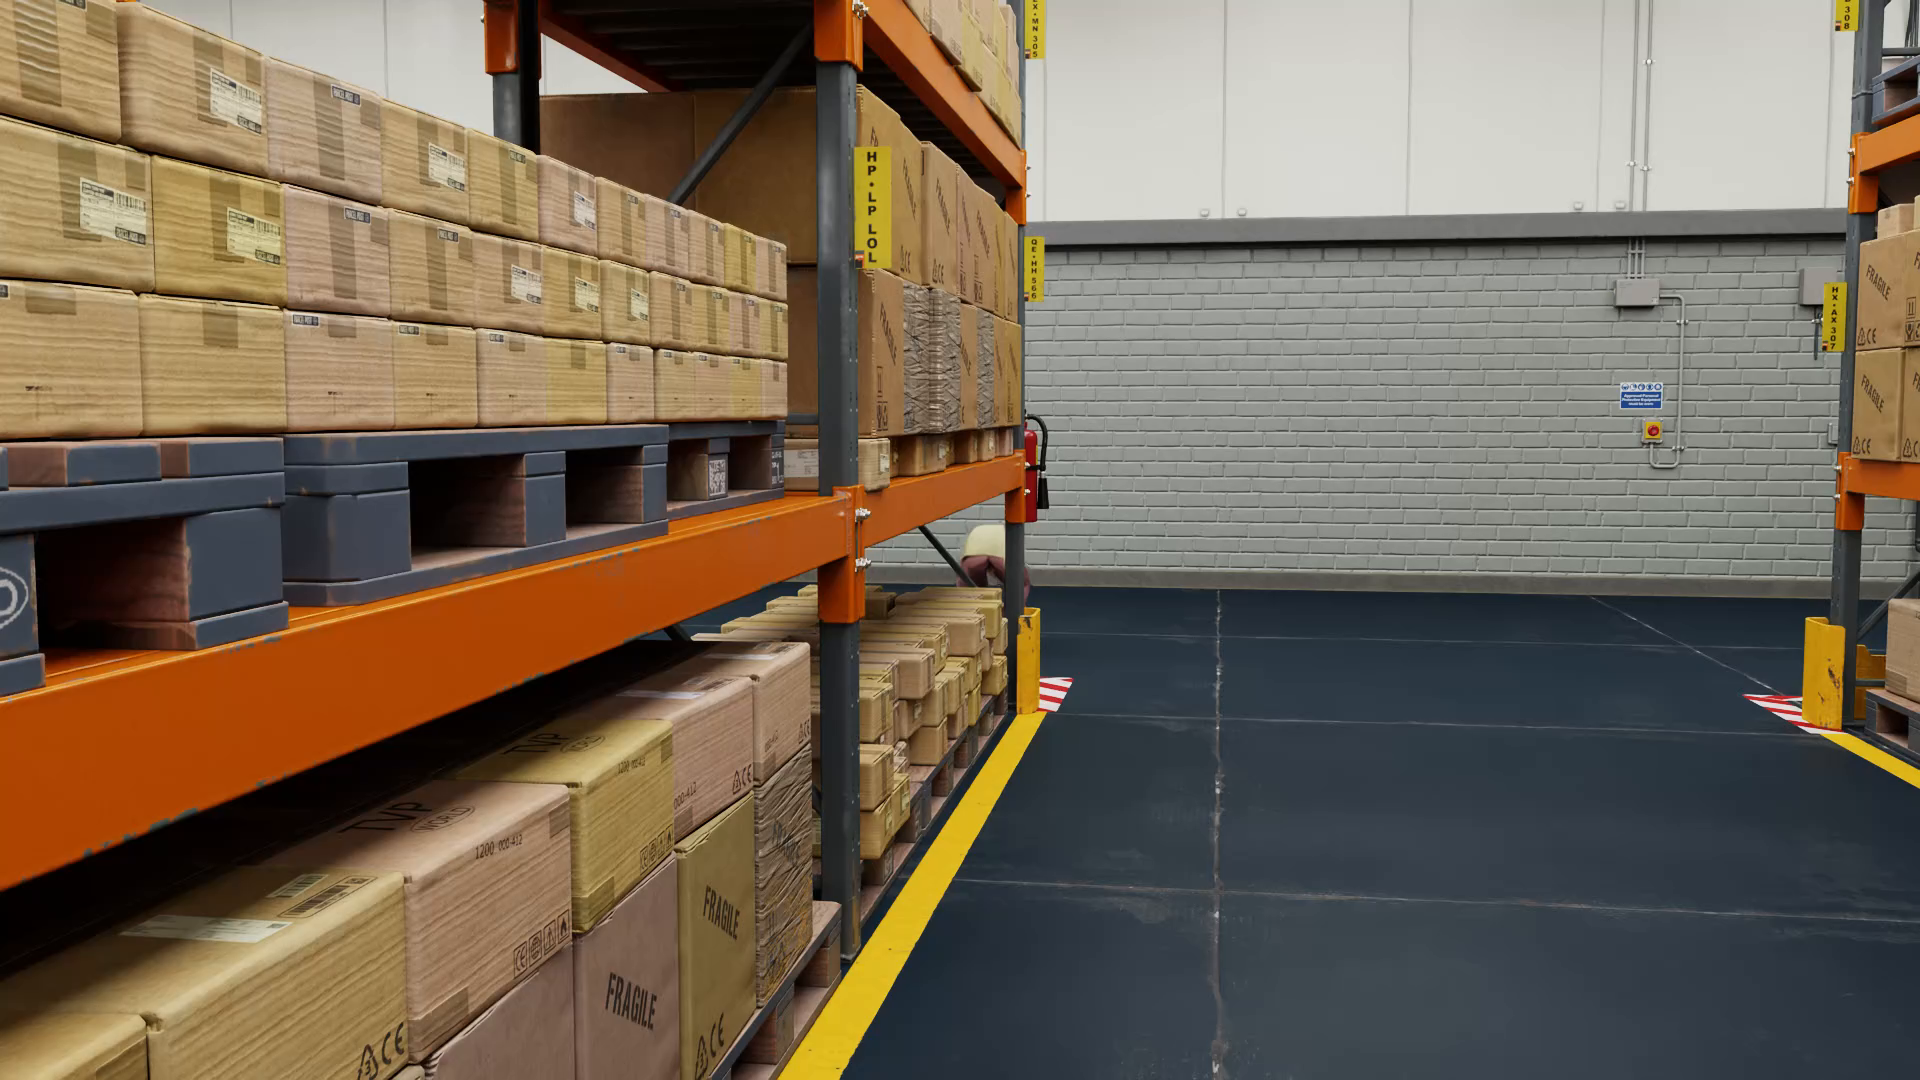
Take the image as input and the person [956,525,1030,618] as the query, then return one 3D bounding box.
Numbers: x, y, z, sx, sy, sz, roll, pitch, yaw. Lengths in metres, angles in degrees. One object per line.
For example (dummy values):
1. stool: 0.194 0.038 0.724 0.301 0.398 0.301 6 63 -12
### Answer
1. person: 0.207 0.305 10.552 0.469 0.827 0.857 0 5 6
